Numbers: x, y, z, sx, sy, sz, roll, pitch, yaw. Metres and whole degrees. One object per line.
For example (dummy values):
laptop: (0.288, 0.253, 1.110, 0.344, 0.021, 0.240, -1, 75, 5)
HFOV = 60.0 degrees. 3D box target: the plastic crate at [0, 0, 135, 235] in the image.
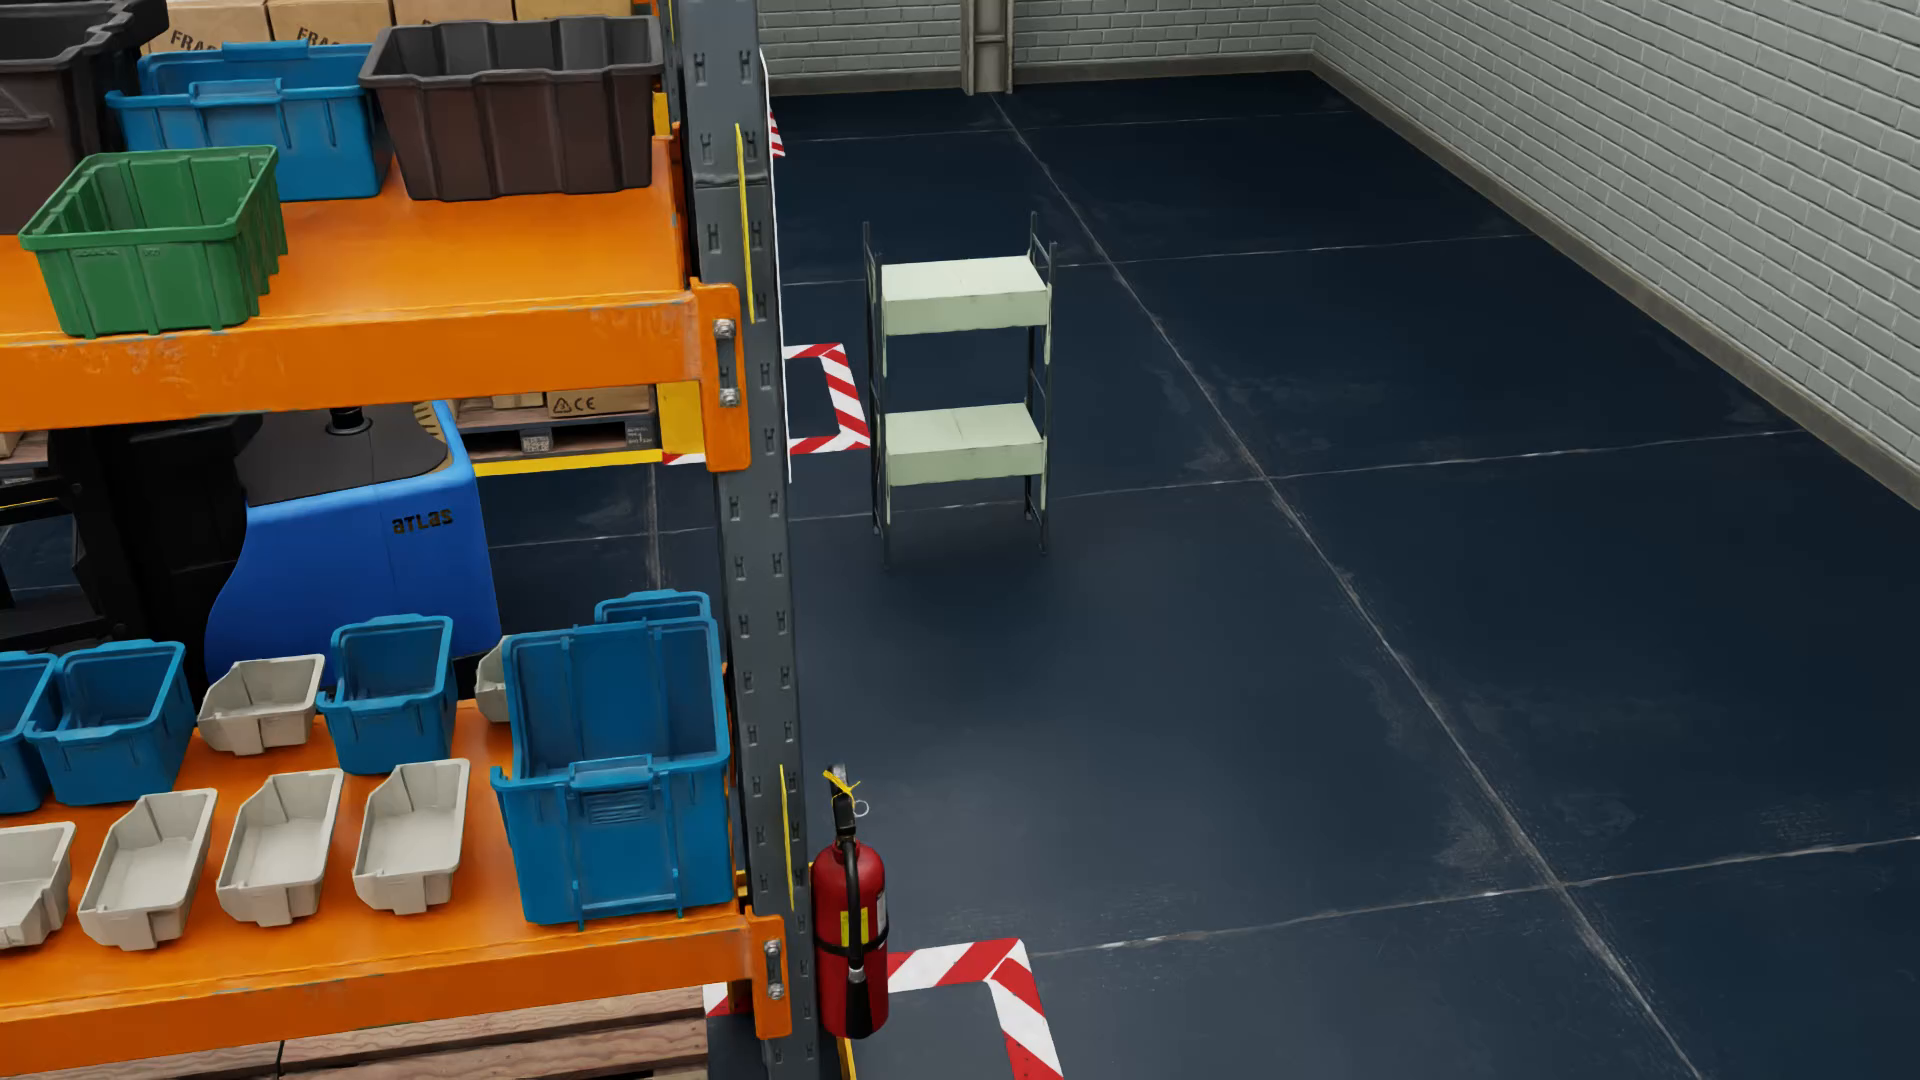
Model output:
plastic crate: (-2.036, -0.829, 3.303, 0.767, 0.338, 0.504, -5, 31, -9)

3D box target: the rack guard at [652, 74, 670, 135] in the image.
rack guard: (-2.245, -3.430, 13.089, 0.348, 0.500, 1.175, -5, 31, -9)

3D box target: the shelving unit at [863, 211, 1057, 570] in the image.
shelving unit: (-0.007, -0.646, 7.369, 0.755, 1.500, 0.431, -5, 31, -9)

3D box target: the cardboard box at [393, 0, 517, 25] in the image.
cardboard box: (-2.258, -2.285, 7.592, 0.500, 0.500, 0.500, -4, 31, -8)

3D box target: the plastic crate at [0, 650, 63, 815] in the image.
plastic crate: (-2.377, 0.487, 4.069, 0.300, 0.233, 0.416, -5, 31, -9)

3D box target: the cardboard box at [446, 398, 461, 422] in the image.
cardboard box: (-2.803, -0.796, 8.422, 0.500, 0.250, 0.500, -5, 31, -9)

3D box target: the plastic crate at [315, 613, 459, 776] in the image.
plastic crate: (-1.434, 0.399, 4.217, 0.300, 0.233, 0.416, -5, 31, -9)

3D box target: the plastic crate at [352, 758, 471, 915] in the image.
plastic crate: (-1.254, 0.687, 3.823, 0.243, 0.136, 0.396, -5, 31, -9)

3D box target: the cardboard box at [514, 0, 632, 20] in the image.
cardboard box: (-1.761, -2.332, 7.671, 0.500, 0.500, 0.500, -6, 31, -9)

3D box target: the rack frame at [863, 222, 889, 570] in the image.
rack frame: (-0.367, -0.612, 7.312, 0.023, 1.500, 0.400, -5, 31, -9)

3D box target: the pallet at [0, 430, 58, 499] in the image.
pallet: (-4.631, -0.530, 8.444, 1.213, 0.211, 1.003, -5, 31, -9)

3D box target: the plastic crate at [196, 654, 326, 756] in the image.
plastic crate: (-1.784, 0.431, 4.259, 0.298, 0.136, 0.250, -5, 31, -9)

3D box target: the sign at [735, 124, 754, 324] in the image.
sign: (-0.369, -0.541, 2.854, 0.005, 0.325, 0.100, -5, 31, -9)

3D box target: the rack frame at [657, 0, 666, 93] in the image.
rack frame: (-2.268, -4.505, 12.452, 0.127, 3.000, 1.000, -5, 31, -9)

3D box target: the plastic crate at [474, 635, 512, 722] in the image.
plastic crate: (-1.117, 0.369, 4.364, 0.298, 0.136, 0.250, -5, 31, -9)

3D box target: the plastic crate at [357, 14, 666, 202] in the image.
plastic crate: (-0.913, -0.906, 3.501, 0.590, 0.269, 0.497, -5, 31, -9)

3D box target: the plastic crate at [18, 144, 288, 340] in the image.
plastic crate: (-1.403, -0.535, 2.950, 0.336, 0.188, 0.450, -5, 31, -9)

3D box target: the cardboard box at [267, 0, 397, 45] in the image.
cardboard box: (-2.767, -2.236, 7.507, 0.500, 0.500, 0.500, -4, 31, -8)

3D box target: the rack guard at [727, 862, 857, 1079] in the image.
rack guard: (-0.463, 1.503, 4.700, 0.348, 0.500, 1.175, -5, 31, -9)

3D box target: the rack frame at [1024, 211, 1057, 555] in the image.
rack frame: (0.353, -0.679, 7.426, 0.023, 1.500, 0.400, -5, 31, -9)

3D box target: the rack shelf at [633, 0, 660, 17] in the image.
rack shelf: (-4.236, -4.012, 12.324, 4.000, 0.370, 1.077, -5, 31, -9)

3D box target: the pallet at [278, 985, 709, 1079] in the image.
pallet: (-1.302, 1.693, 4.663, 1.213, 0.211, 1.003, -5, 31, -9)

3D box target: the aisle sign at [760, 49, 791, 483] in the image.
aisle sign: (-0.360, -0.547, 3.155, 0.004, 0.787, 0.394, -5, 31, -9)

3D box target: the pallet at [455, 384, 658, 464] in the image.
pallet: (-2.231, -0.753, 8.823, 1.213, 0.211, 1.003, -5, 31, -9)

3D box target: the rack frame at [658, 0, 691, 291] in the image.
rack frame: (-1.373, -2.035, 8.252, 0.127, 3.000, 1.000, -5, 31, -9)

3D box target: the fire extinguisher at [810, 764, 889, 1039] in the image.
fire extinguisher: (-0.254, 0.842, 3.804, 0.183, 0.674, 0.296, -5, 31, -9)

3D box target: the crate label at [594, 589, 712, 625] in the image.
crate label: (-0.786, 0.339, 4.320, 0.303, 0.233, 0.416, -5, 31, -9)

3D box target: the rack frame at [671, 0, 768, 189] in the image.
rack frame: (-0.484, -2.151, 2.531, 0.127, 3.000, 1.000, -5, 31, -9)

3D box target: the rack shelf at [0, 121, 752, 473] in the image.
rack shelf: (-2.451, -0.366, 3.163, 4.000, 0.370, 1.077, -5, 31, -9)

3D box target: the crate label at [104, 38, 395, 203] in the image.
crate label: (-1.450, -0.871, 3.460, 0.502, 0.251, 0.408, -5, 31, -9)

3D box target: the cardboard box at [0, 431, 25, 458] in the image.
cardboard box: (-4.855, -0.631, 8.083, 0.500, 0.311, 0.500, -5, 31, -9)

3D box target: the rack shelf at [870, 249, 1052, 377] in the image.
rack shelf: (-0.007, -0.982, 7.171, 0.720, 0.370, 0.431, -5, 31, -9)

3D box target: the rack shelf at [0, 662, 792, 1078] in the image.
rack shelf: (-2.451, 0.927, 3.923, 4.000, 0.370, 1.077, -5, 31, -9)

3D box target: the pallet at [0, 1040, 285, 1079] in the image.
pallet: (-2.500, 1.802, 4.477, 1.213, 0.211, 1.003, -5, 31, -9)

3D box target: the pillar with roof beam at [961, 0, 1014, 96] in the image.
pillar with roof beam: (1.007, -5.622, 8.434, 0.400, 9.000, 9.100, -5, 31, -9)

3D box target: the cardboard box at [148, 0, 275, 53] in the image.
cardboard box: (-3.272, -2.189, 7.428, 0.500, 0.500, 0.500, -4, 31, -7)

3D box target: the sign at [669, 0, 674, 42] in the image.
sign: (-1.292, -2.392, 7.405, 0.005, 0.325, 0.100, -5, 31, -9)

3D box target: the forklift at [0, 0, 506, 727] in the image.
forklift: (-3.336, -0.513, 5.730, 3.031, 2.935, 1.130, -13, 33, -20)

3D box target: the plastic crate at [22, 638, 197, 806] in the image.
plastic crate: (-2.081, 0.460, 4.115, 0.300, 0.233, 0.416, -5, 31, -9)

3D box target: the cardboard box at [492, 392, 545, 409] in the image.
cardboard box: (-2.278, -0.839, 8.579, 0.250, 0.166, 0.380, -5, 31, -9)

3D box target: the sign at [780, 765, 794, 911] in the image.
sign: (-0.369, 0.637, 3.546, 0.005, 0.325, 0.100, -5, 31, -9)

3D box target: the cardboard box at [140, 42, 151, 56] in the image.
cardboard box: (-3.780, -2.141, 7.347, 0.500, 0.500, 0.500, -6, 31, -10)

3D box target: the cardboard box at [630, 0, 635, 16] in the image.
cardboard box: (-1.857, -2.600, 8.128, 0.500, 0.500, 0.500, -4, 31, -7)

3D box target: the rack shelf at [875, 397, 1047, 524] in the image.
rack shelf: (-0.007, -0.365, 7.534, 0.720, 0.370, 0.431, -5, 31, -9)

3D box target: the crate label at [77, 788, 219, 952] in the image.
crate label: (-1.811, 0.744, 3.726, 0.243, 0.136, 0.396, -5, 31, -9)

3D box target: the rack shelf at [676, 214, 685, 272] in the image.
rack shelf: (-3.340, -1.543, 8.124, 4.000, 0.370, 1.077, -5, 31, -9)

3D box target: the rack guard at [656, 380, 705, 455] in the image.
rack guard: (-1.447, -0.951, 8.874, 0.348, 0.500, 1.175, -5, 31, -9)

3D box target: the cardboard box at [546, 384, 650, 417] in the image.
cardboard box: (-1.863, -0.975, 8.481, 0.500, 0.500, 0.500, -5, 31, -9)

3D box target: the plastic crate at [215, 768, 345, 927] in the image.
plastic crate: (-1.541, 0.706, 3.790, 0.243, 0.136, 0.396, -5, 31, -9)

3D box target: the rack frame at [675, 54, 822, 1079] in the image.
rack frame: (-0.484, 0.435, 4.052, 0.127, 3.000, 1.000, -5, 31, -9)

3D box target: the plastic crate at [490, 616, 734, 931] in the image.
plastic crate: (-0.780, 0.517, 3.817, 0.499, 0.435, 0.616, -5, 31, -9)

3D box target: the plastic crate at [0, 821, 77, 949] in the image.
plastic crate: (-2.099, 0.780, 3.665, 0.250, 0.136, 0.298, -5, 31, -9)
